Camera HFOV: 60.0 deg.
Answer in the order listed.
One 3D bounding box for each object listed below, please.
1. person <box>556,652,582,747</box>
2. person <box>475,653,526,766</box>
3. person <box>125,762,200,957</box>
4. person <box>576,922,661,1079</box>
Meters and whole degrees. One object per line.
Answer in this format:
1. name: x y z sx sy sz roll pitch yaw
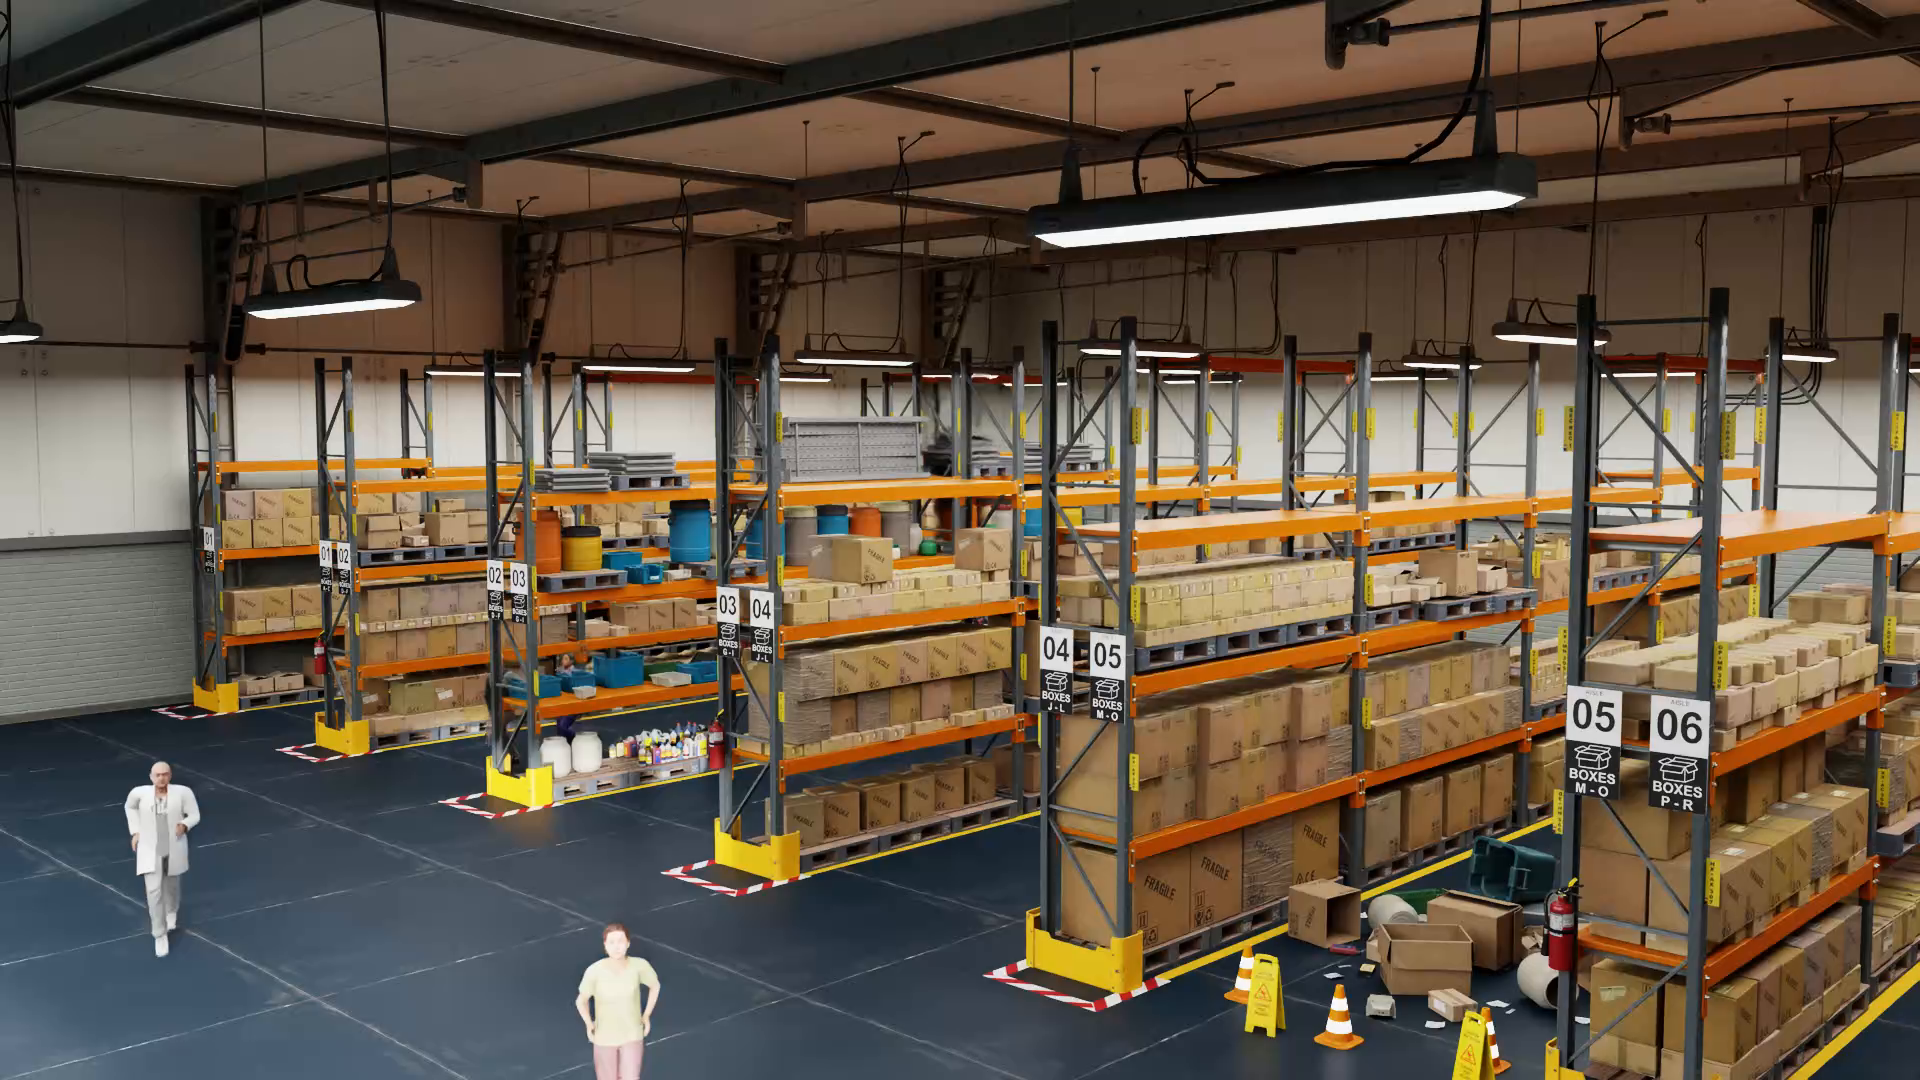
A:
1. person: -5.844 2.473 24.630 0.592 1.596 0.559 3 5 37
2. person: -6.583 2.492 23.810 0.673 1.762 0.722 4 6 41
3. person: -7.766 3.035 16.224 0.649 1.805 1.025 -2 5 -29
4. person: -2.372 3.470 11.577 0.579 1.654 0.791 -1 4 -12
